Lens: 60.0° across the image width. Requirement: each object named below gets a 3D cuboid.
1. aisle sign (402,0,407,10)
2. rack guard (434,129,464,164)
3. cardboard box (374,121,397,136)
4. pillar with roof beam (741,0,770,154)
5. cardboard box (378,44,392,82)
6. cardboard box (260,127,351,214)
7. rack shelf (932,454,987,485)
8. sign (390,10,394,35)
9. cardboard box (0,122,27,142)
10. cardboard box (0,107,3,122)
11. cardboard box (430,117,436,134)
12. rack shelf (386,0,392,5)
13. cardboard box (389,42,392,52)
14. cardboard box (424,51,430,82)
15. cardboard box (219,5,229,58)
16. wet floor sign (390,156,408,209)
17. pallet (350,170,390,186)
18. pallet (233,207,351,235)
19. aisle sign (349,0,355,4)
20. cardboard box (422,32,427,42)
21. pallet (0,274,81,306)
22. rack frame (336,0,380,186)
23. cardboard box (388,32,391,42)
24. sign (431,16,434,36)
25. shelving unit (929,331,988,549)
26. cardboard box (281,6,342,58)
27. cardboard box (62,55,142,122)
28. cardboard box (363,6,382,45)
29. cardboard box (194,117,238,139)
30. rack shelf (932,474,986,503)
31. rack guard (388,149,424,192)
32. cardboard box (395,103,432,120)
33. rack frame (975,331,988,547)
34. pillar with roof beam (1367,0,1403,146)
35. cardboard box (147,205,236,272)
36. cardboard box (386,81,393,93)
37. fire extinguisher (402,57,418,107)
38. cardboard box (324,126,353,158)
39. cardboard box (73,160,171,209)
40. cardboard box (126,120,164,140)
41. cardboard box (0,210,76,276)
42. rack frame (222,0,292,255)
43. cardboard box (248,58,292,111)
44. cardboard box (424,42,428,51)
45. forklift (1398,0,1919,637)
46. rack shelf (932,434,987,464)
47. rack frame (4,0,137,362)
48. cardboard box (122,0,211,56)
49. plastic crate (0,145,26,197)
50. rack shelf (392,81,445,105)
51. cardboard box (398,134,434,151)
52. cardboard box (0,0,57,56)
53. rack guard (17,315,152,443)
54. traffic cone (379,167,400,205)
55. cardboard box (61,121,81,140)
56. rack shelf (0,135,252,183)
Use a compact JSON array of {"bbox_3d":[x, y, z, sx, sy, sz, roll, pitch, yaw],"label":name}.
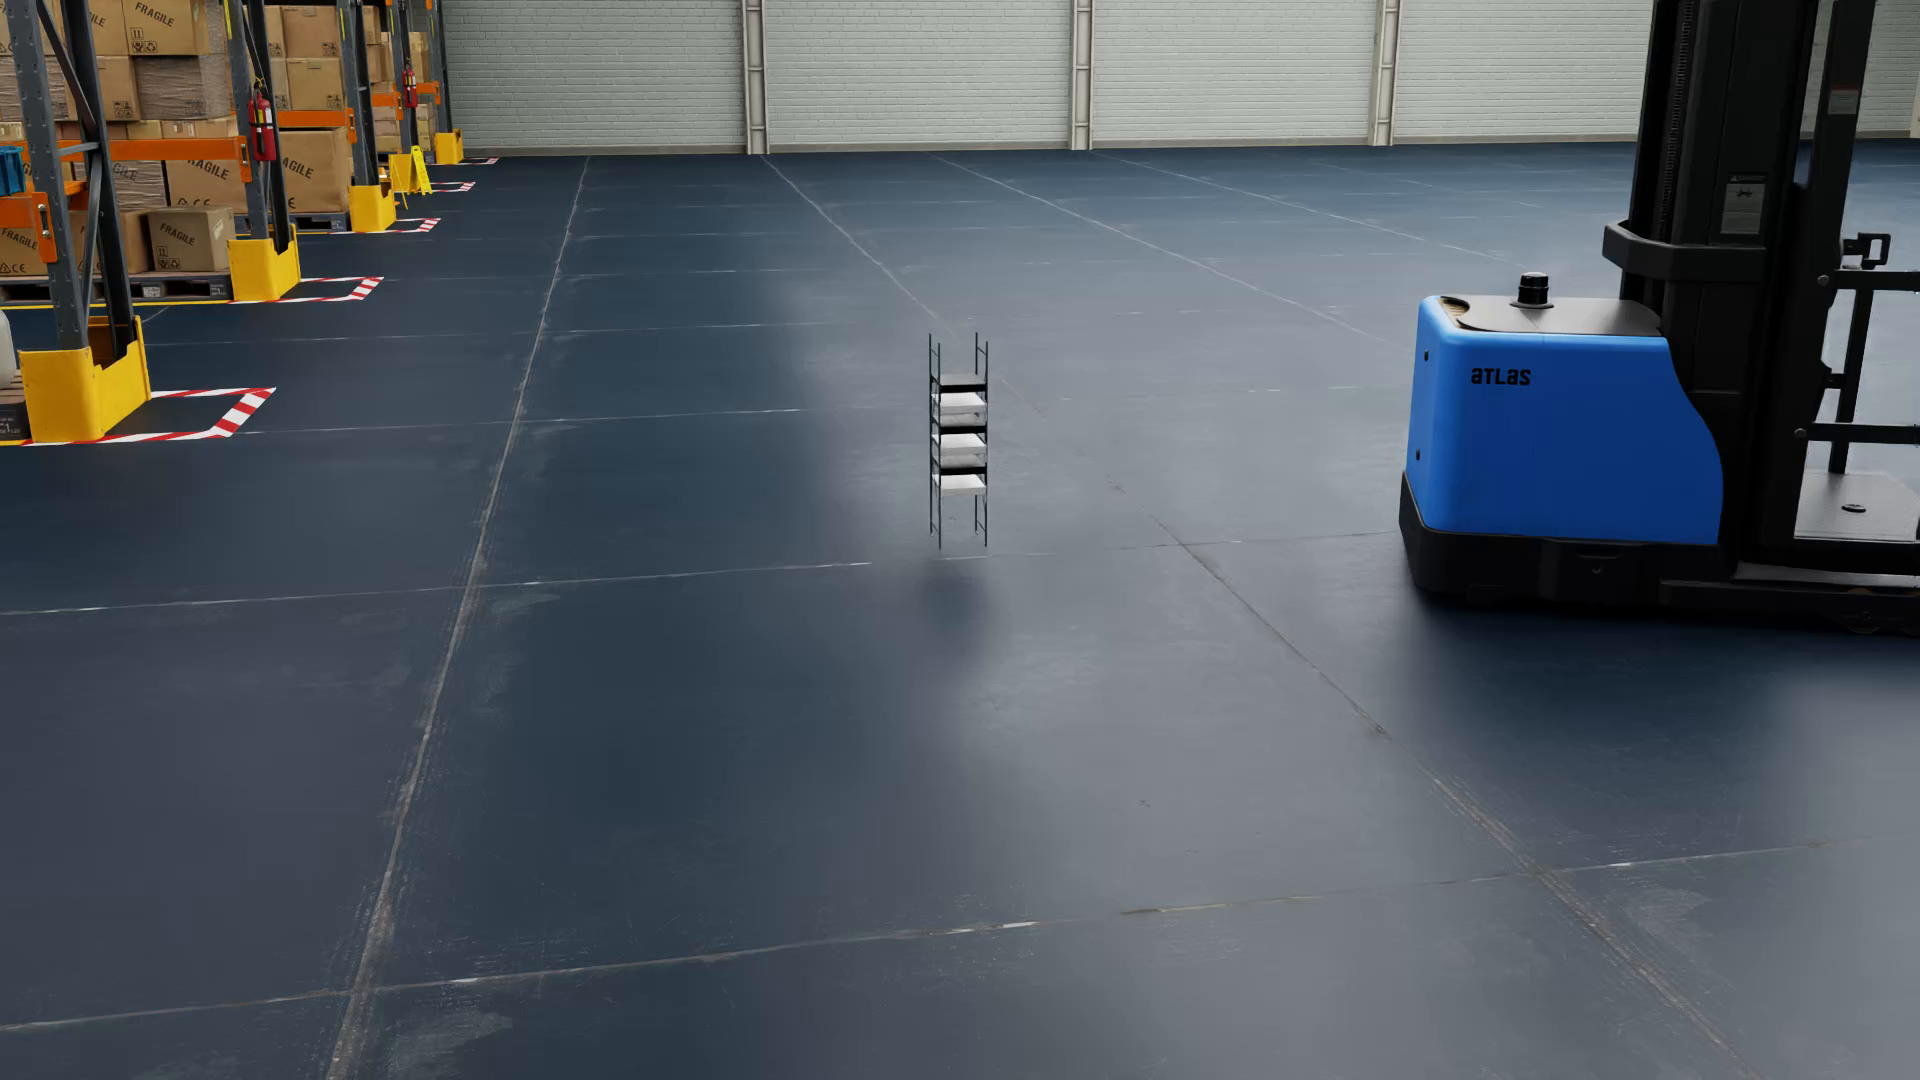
[{"bbox_3d":[-7.738,-7.771,23.076,0.004,0.787,0.394,-3,17,-10],"label":"aisle sign"},{"bbox_3d":[-8.662,-6.673,28.185,0.348,0.500,1.175,-3,17,-10],"label":"rack guard"},{"bbox_3d":[-9.598,-6.850,27.620,0.500,0.250,0.500,-3,17,-11],"label":"cardboard box"},{"bbox_3d":[-2.832,-10.048,24.700,0.400,9.000,9.100,-3,17,-10],"label":"pillar with roof beam"},{"bbox_3d":[-8.258,-6.679,23.272,0.500,0.500,0.500,-4,17,-11],"label":"cardboard box"},{"bbox_3d":[-7.355,-4.143,18.594,0.875,0.875,0.875,-3,17,-10],"label":"cardboard box"},{"bbox_3d":[-0.008,-0.312,7.214,0.200,0.077,0.258,-3,17,-10],"label":"rack shelf"},{"bbox_3d":[-7.654,-6.979,22.415,0.005,0.325,0.100,-3,17,-10],"label":"sign"},{"bbox_3d":[-7.553,-3.269,13.276,0.250,0.149,0.380,-3,17,-10],"label":"cardboard box"},{"bbox_3d":[-7.865,-3.644,13.389,0.500,0.500,0.875,-3,17,-10],"label":"cardboard box"},{"bbox_3d":[-9.186,-7.025,28.192,0.500,0.250,0.500,-3,17,-9],"label":"cardboard box"},{"bbox_3d":[-9.703,-7.414,22.458,4.000,0.370,1.077,-3,17,-10],"label":"rack shelf"},{"bbox_3d":[-9.218,-8.101,27.304,0.250,0.149,0.380,-3,17,-10],"label":"cardboard box"},{"bbox_3d":[-9.224,-7.967,27.970,0.500,0.500,0.500,-3,17,-9],"label":"cardboard box"},{"bbox_3d":[-8.171,-5.543,18.156,0.550,0.550,0.875,-3,17,-10],"label":"cardboard box"},{"bbox_3d":[-7.049,-4.461,20.738,0.232,0.644,0.267,-6,18,-20],"label":"wet floor sign"},{"bbox_3d":[-8.619,-5.063,23.437,1.213,0.211,1.003,-3,17,-10],"label":"pallet"},{"bbox_3d":[-7.472,-3.614,18.719,1.213,0.211,1.003,-3,17,-10],"label":"pallet"},{"bbox_3d":[-6.575,-6.174,17.878,0.004,0.787,0.394,-3,17,-10],"label":"aisle sign"},{"bbox_3d":[-9.055,-8.409,27.800,0.250,0.149,0.380,-4,17,-12],"label":"cardboard box"},{"bbox_3d":[-7.934,-2.140,13.918,1.213,0.211,1.003,-3,17,-10],"label":"pallet"},{"bbox_3d":[-6.702,-5.014,18.528,0.127,3.000,1.000,-3,17,-10],"label":"rack frame"},{"bbox_3d":[-9.233,-8.263,27.324,0.250,0.149,0.380,-3,17,-10],"label":"cardboard box"},{"bbox_3d":[-8.596,-8.376,27.097,0.005,0.325,0.100,-3,17,-10],"label":"sign"},{"bbox_3d":[-0.008,-0.430,7.178,0.210,0.900,0.258,-3,17,-10],"label":"shelving unit"},{"bbox_3d":[-7.073,-5.593,18.317,0.550,0.550,0.875,-3,17,-10],"label":"cardboard box"},{"bbox_3d":[-6.873,-3.684,13.519,0.500,0.500,0.875,-3,17,-10],"label":"cardboard box"},{"bbox_3d":[-8.200,-7.012,22.653,0.500,0.500,0.700,-4,17,-12],"label":"cardboard box"},{"bbox_3d":[-6.101,-3.383,13.646,0.250,0.149,0.380,-3,17,-10],"label":"cardboard box"},{"bbox_3d":[-0.008,-0.226,7.241,0.200,0.077,0.258,-3,17,-10],"label":"rack shelf"},{"bbox_3d":[-7.814,-5.236,23.509,0.348,0.500,1.175,-3,17,-10],"label":"rack guard"},{"bbox_3d":[-9.078,-7.115,27.633,0.500,0.250,0.500,-3,17,-9],"label":"cardboard box"},{"bbox_3d":[0.092,-0.435,7.197,0.006,0.900,0.240,-3,17,-10],"label":"rack frame"},{"bbox_3d":[8.950,-10.717,26.877,0.400,9.000,9.100,-3,17,-10],"label":"pillar with roof beam"},{"bbox_3d":[-6.476,-2.555,14.063,0.500,0.500,0.500,0,17,0],"label":"cardboard box"},{"bbox_3d":[-8.113,-6.356,23.326,0.250,0.149,0.380,-3,17,-10],"label":"cardboard box"},{"bbox_3d":[-7.540,-6.272,22.756,0.183,0.674,0.296,-3,17,-10],"label":"fire extinguisher"},{"bbox_3d":[-8.477,-5.561,22.998,0.500,0.500,0.500,-3,17,-10],"label":"cardboard box"},{"bbox_3d":[-9.114,-4.043,18.269,0.875,0.875,0.875,-3,17,-10],"label":"cardboard box"},{"bbox_3d":[-6.582,-3.341,13.508,0.250,0.149,0.380,-3,17,-10],"label":"cardboard box"},{"bbox_3d":[-7.675,-2.482,13.826,0.500,0.500,0.500,-2,17,-5],"label":"cardboard box"},{"bbox_3d":[-5.860,-3.579,13.855,0.127,3.000,1.000,-3,17,-10],"label":"rack frame"},{"bbox_3d":[-7.593,-5.015,18.276,0.550,0.550,0.875,-3,17,-10],"label":"cardboard box"},{"bbox_3d":[-9.067,-8.280,27.886,0.250,0.149,0.380,-4,17,-12],"label":"cardboard box"},{"bbox_3d":[3.352,-1.212,6.266,3.031,2.935,1.130,3,17,9],"label":"forklift"},{"bbox_3d":[-0.008,-0.398,7.188,0.200,0.077,0.258,-3,17,-10],"label":"rack shelf"},{"bbox_3d":[-4.920,-2.151,9.206,0.127,3.000,1.000,-3,17,-10],"label":"rack frame"},{"bbox_3d":[-6.353,-4.145,13.318,0.500,0.500,0.500,-3,17,-10],"label":"cardboard box"},{"bbox_3d":[-5.355,-1.966,8.856,0.616,0.251,0.499,-3,17,-10],"label":"plastic crate"},{"bbox_3d":[-10.649,-7.411,27.557,4.000,0.370,1.077,-3,17,-10],"label":"rack shelf"},{"bbox_3d":[-9.087,-6.635,27.774,0.500,0.250,0.500,-3,17,-10],"label":"cardboard box"},{"bbox_3d":[-7.334,-4.088,13.134,0.500,0.500,0.500,-3,17,-10],"label":"cardboard box"},{"bbox_3d":[-4.986,-0.938,9.515,0.348,0.500,1.175,-3,17,-10],"label":"rack guard"},{"bbox_3d":[-7.373,-4.526,21.260,0.334,0.463,0.336,-3,17,-10],"label":"traffic cone"},{"bbox_3d":[-7.083,-3.329,13.470,0.250,0.149,0.380,-3,17,-10],"label":"cardboard box"},{"bbox_3d":[-7.824,-3.124,13.598,4.000,0.370,1.077,-3,17,-10],"label":"rack shelf"}]
